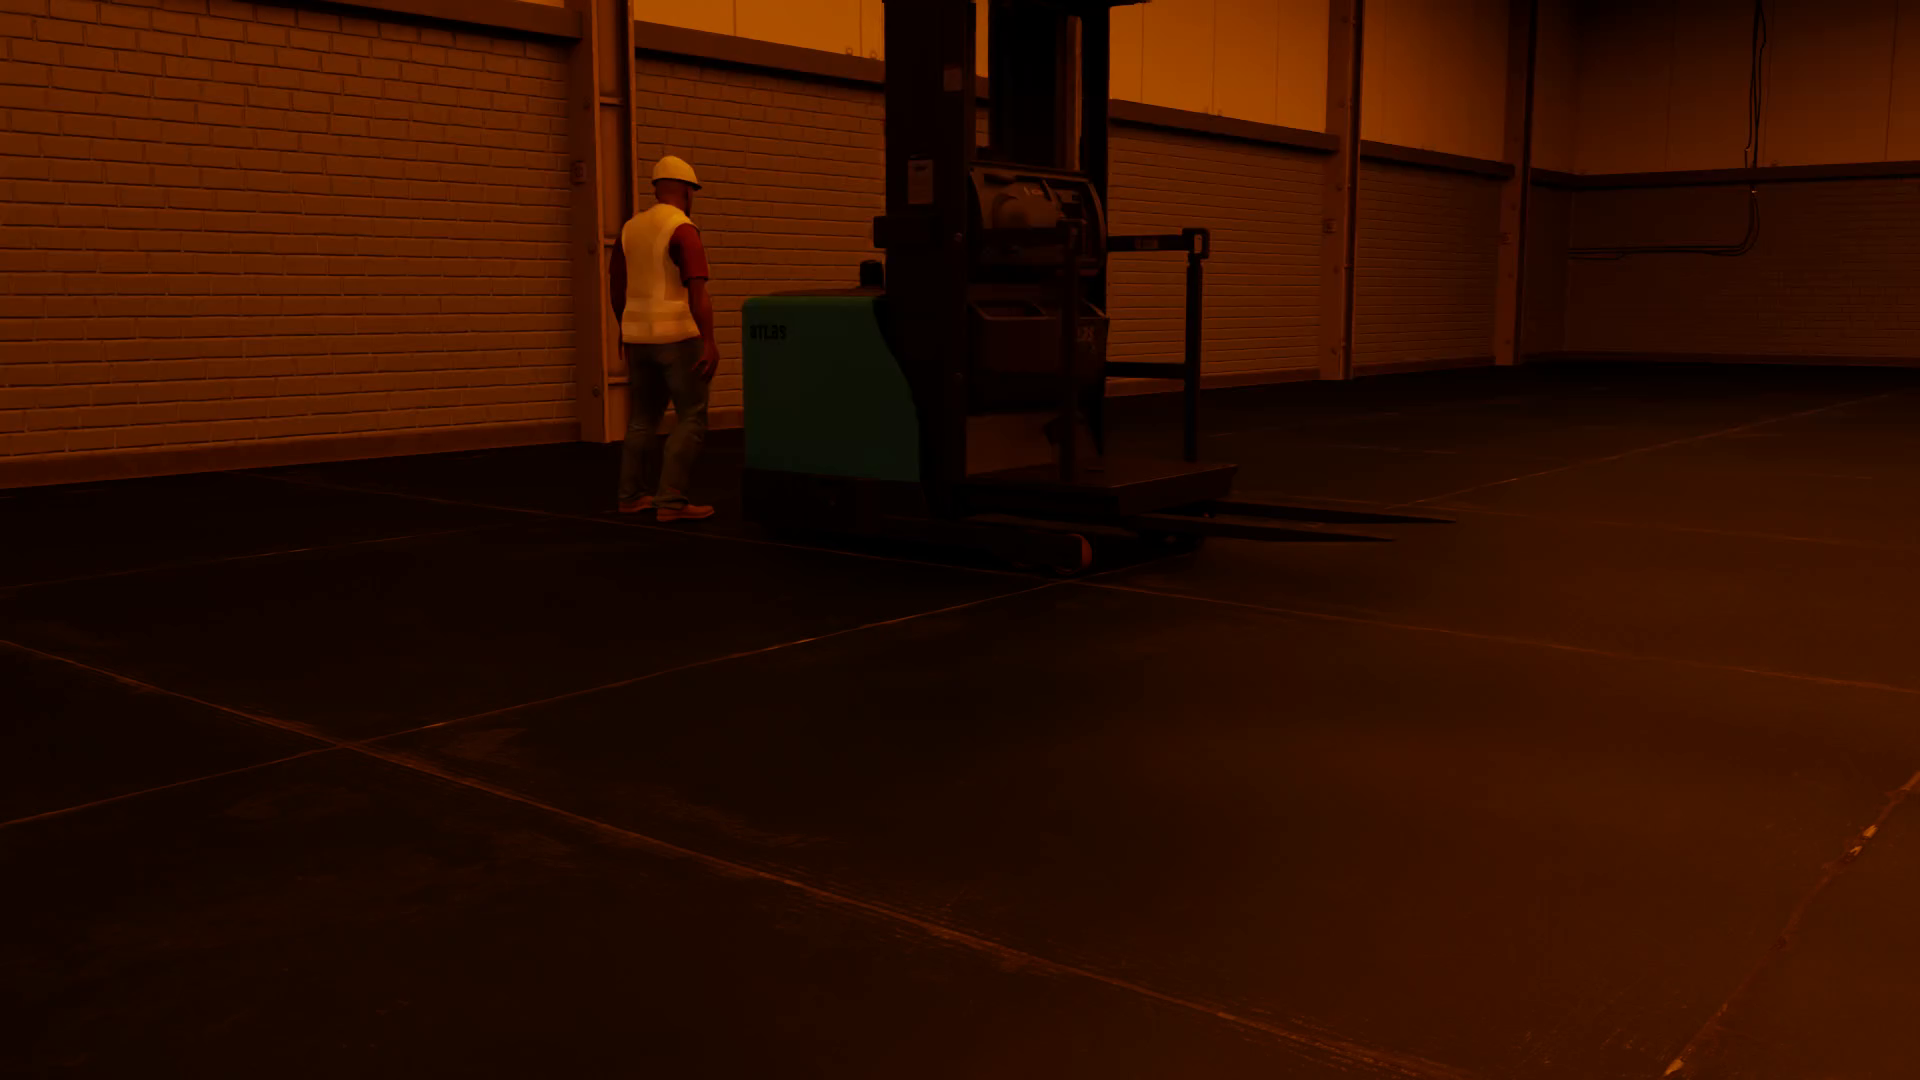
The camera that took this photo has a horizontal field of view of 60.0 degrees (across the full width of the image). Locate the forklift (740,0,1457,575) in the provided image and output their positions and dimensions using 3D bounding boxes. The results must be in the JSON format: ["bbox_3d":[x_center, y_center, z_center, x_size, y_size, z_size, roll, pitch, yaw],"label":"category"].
[{"bbox_3d":[0.499,-1.399,6.842,3.031,2.935,1.130,6,10,36],"label":"forklift"}]

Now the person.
[{"bbox_3d":[-1.405,-0.972,8.047,0.824,1.740,0.418,7,11,40],"label":"person"}]
